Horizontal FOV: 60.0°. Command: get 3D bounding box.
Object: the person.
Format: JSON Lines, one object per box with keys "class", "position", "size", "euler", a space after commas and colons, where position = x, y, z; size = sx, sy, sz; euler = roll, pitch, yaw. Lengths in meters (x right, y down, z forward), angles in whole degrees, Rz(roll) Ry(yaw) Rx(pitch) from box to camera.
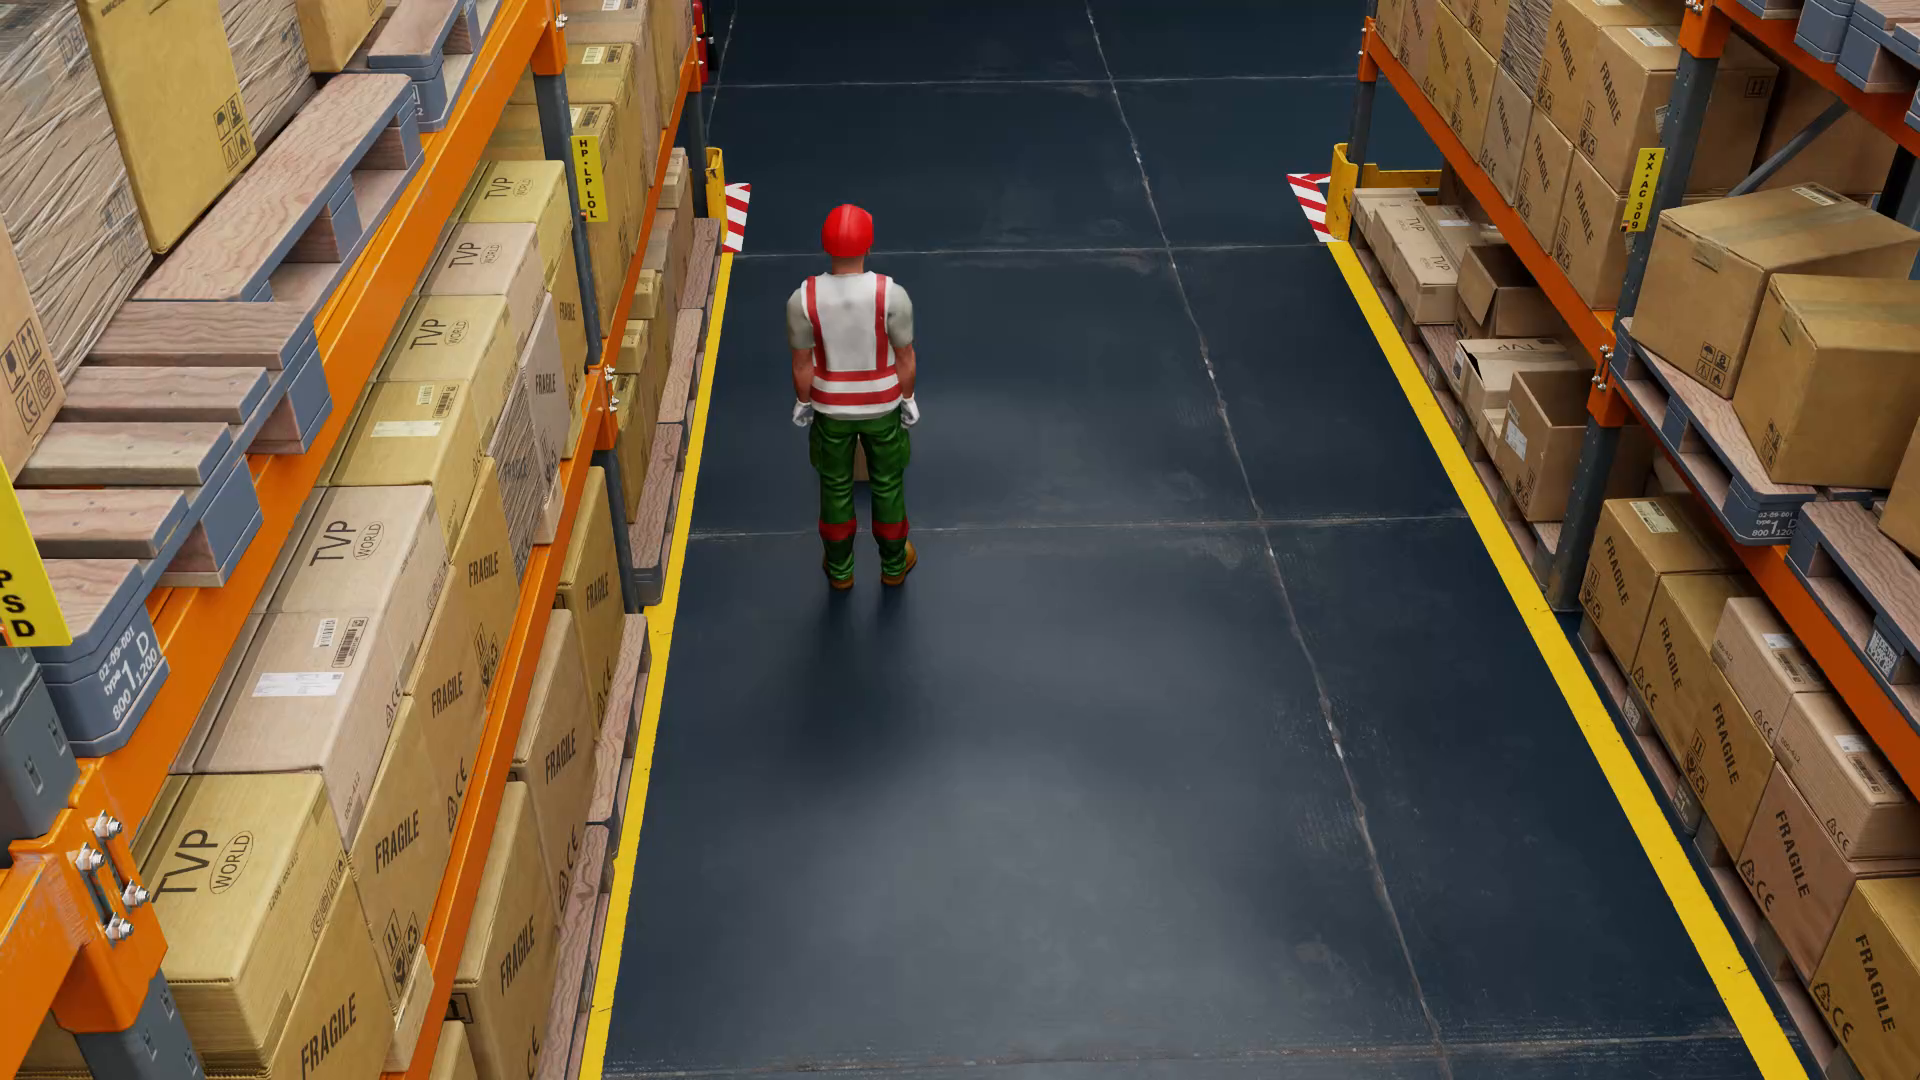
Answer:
{"class": "person", "position": [-0.437, -0.579, 6.951], "size": [0.531, 1.795, 0.380], "euler": [-1, 35, -2]}
